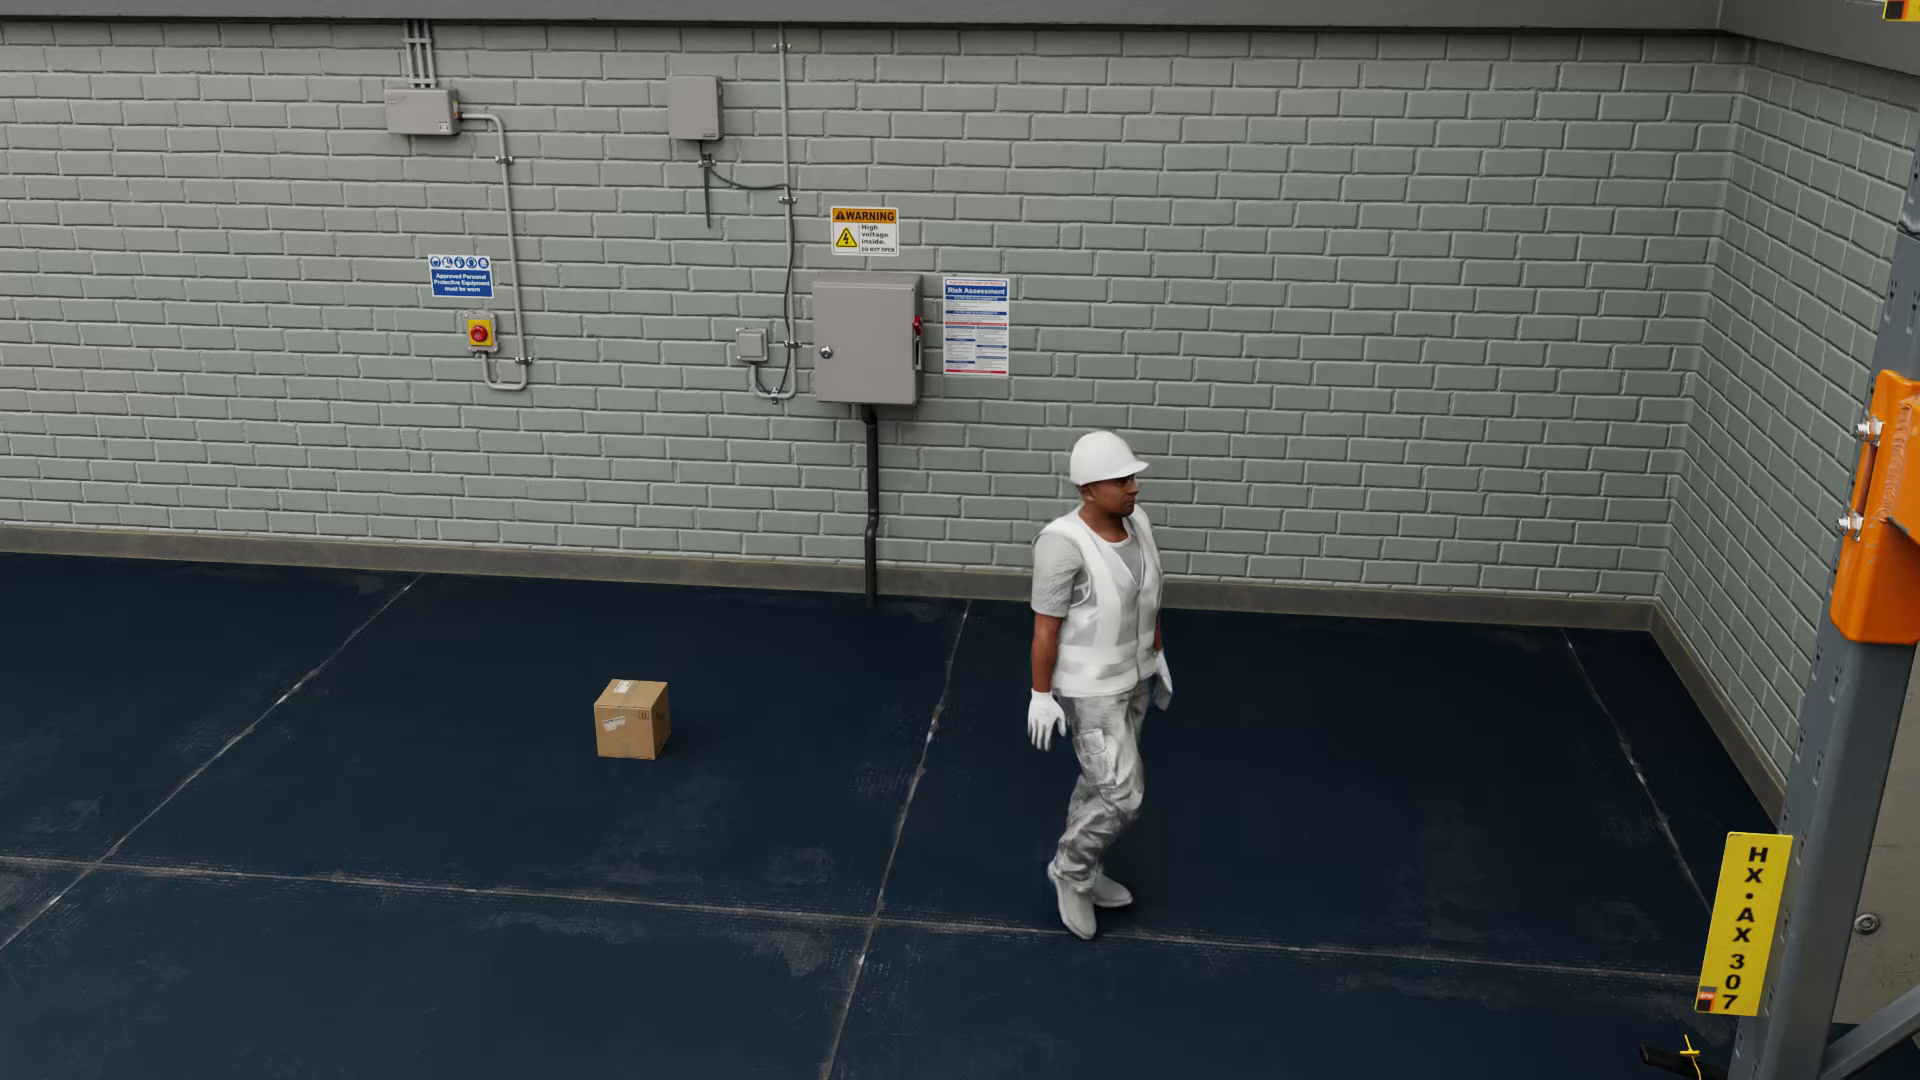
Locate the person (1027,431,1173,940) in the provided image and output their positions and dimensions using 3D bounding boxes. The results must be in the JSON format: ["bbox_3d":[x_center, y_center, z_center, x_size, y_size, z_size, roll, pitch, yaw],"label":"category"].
[{"bbox_3d":[0.525,0.508,5.692,0.455,1.808,0.592,16,26,36],"label":"person"}]
